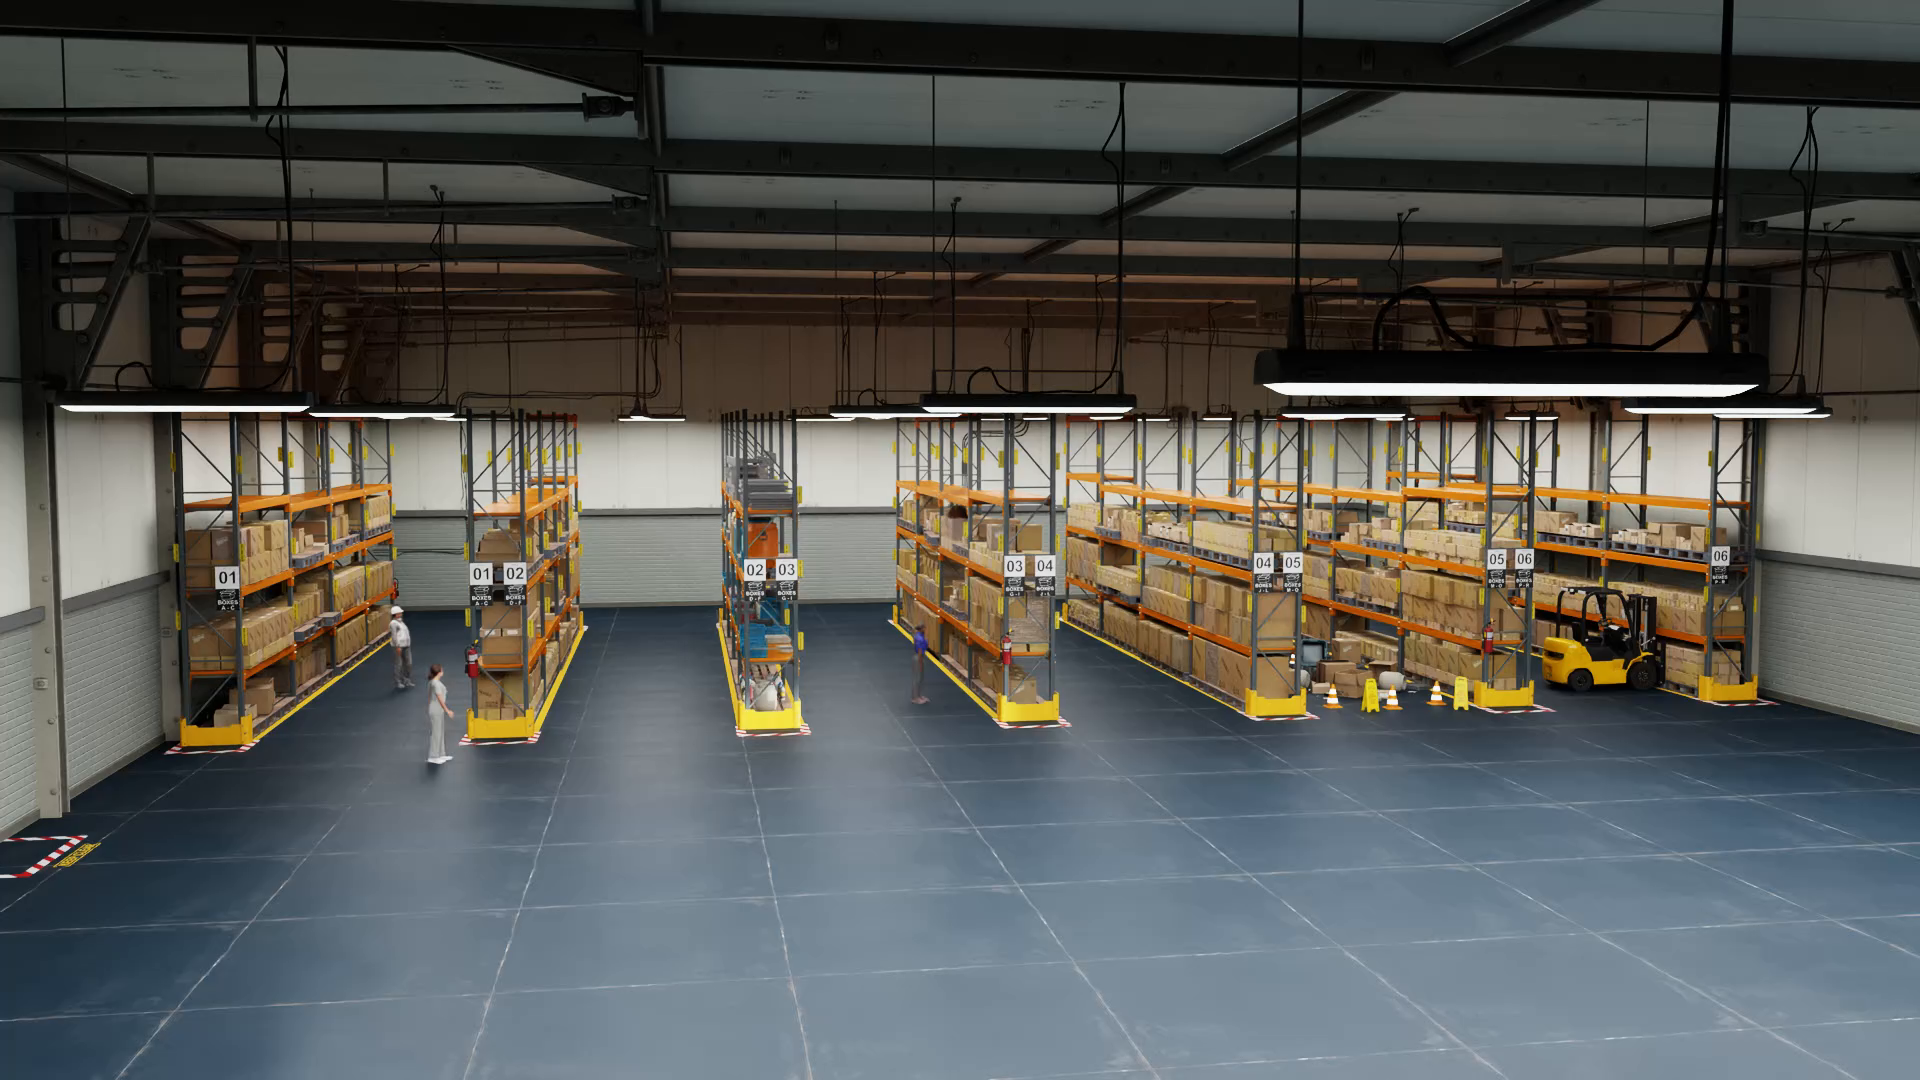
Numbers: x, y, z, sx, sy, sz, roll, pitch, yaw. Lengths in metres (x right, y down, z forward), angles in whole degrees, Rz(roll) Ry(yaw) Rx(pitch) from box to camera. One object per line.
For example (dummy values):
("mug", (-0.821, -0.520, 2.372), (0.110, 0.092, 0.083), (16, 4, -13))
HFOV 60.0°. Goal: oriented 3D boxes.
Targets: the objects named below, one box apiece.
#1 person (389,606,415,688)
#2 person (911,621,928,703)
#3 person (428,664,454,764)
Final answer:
("person", (-12.168, 2.342, 36.192), (0.456, 1.817, 0.611), (2, 4, 21))
("person", (-0.830, 2.505, 34.213), (0.362, 1.674, 0.461), (-1, 4, -7))
("person", (-8.795, 2.930, 28.156), (0.446, 1.682, 0.472), (-1, 4, -14))
